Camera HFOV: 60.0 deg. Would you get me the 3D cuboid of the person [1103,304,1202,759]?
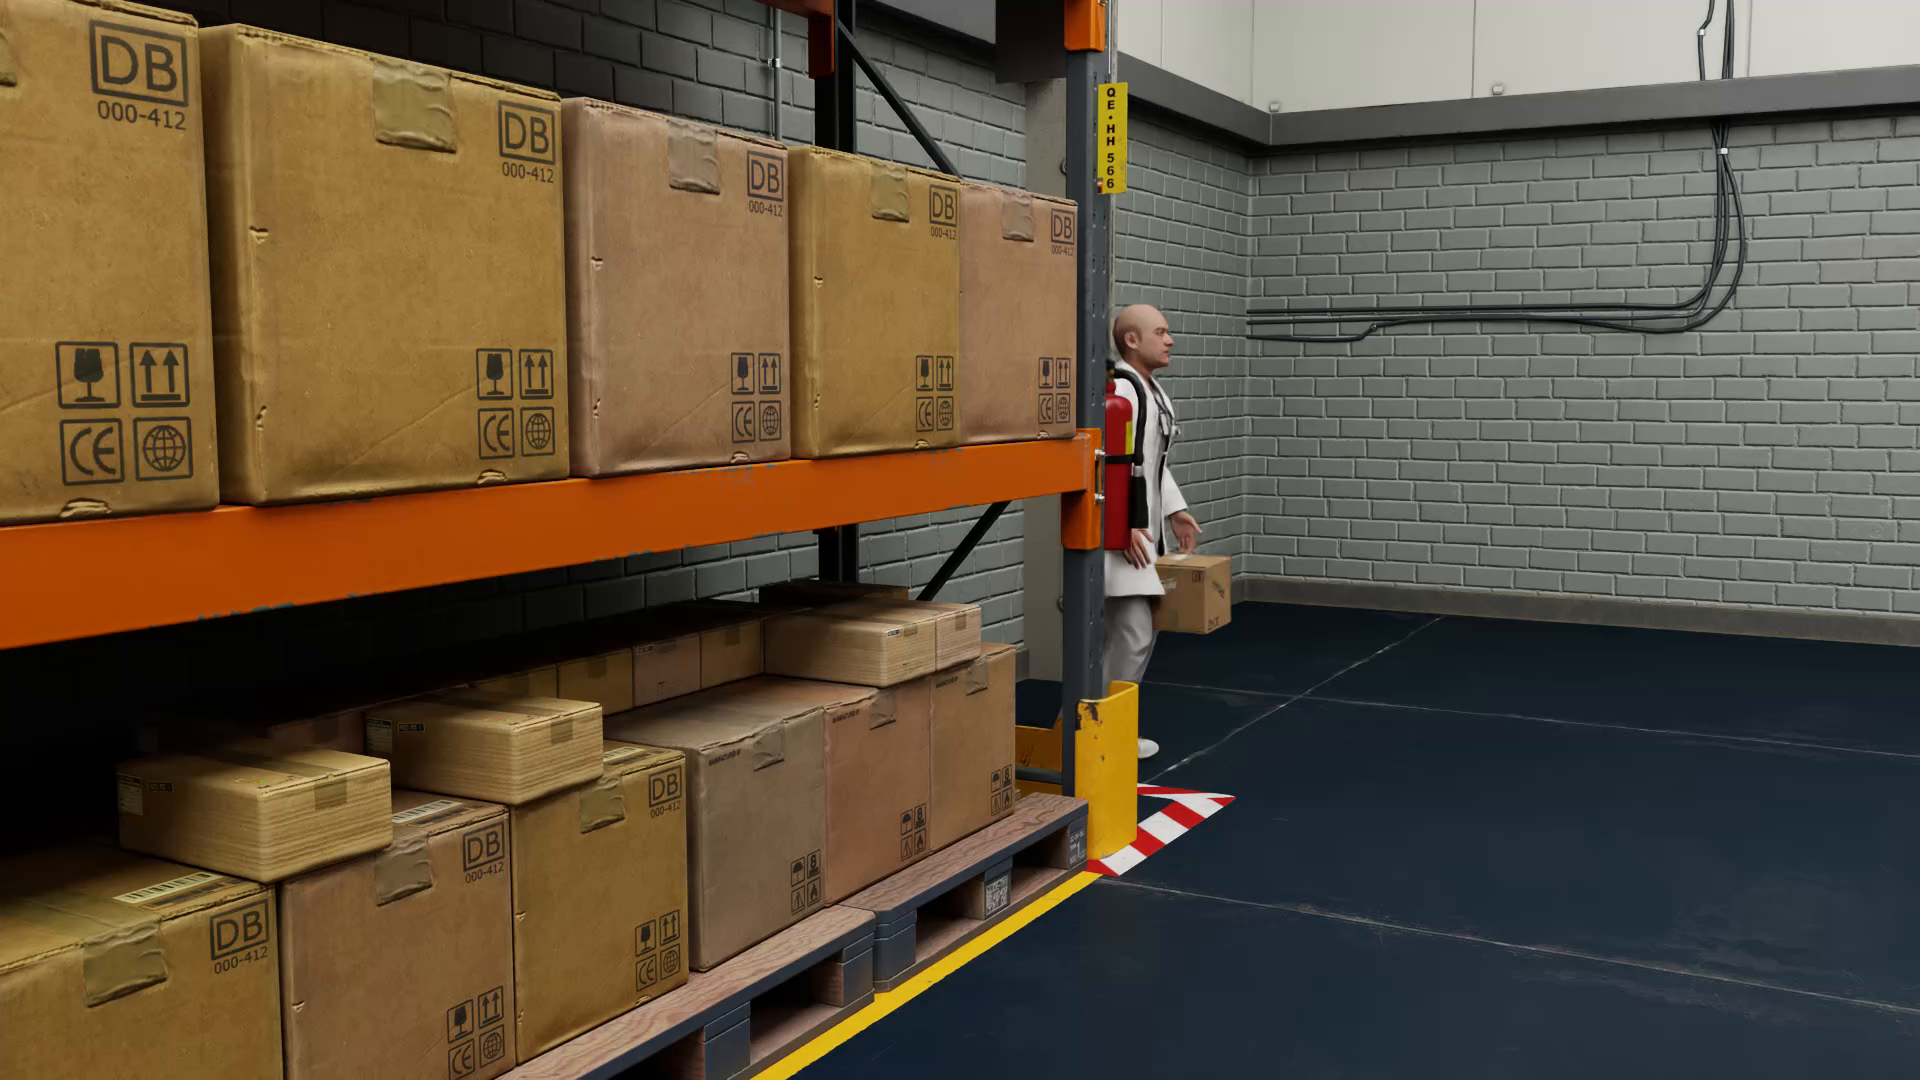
[{"bbox_3d":[0.615,-0.012,6.314,0.502,1.747,0.687,3,6,26],"label":"person"}]
